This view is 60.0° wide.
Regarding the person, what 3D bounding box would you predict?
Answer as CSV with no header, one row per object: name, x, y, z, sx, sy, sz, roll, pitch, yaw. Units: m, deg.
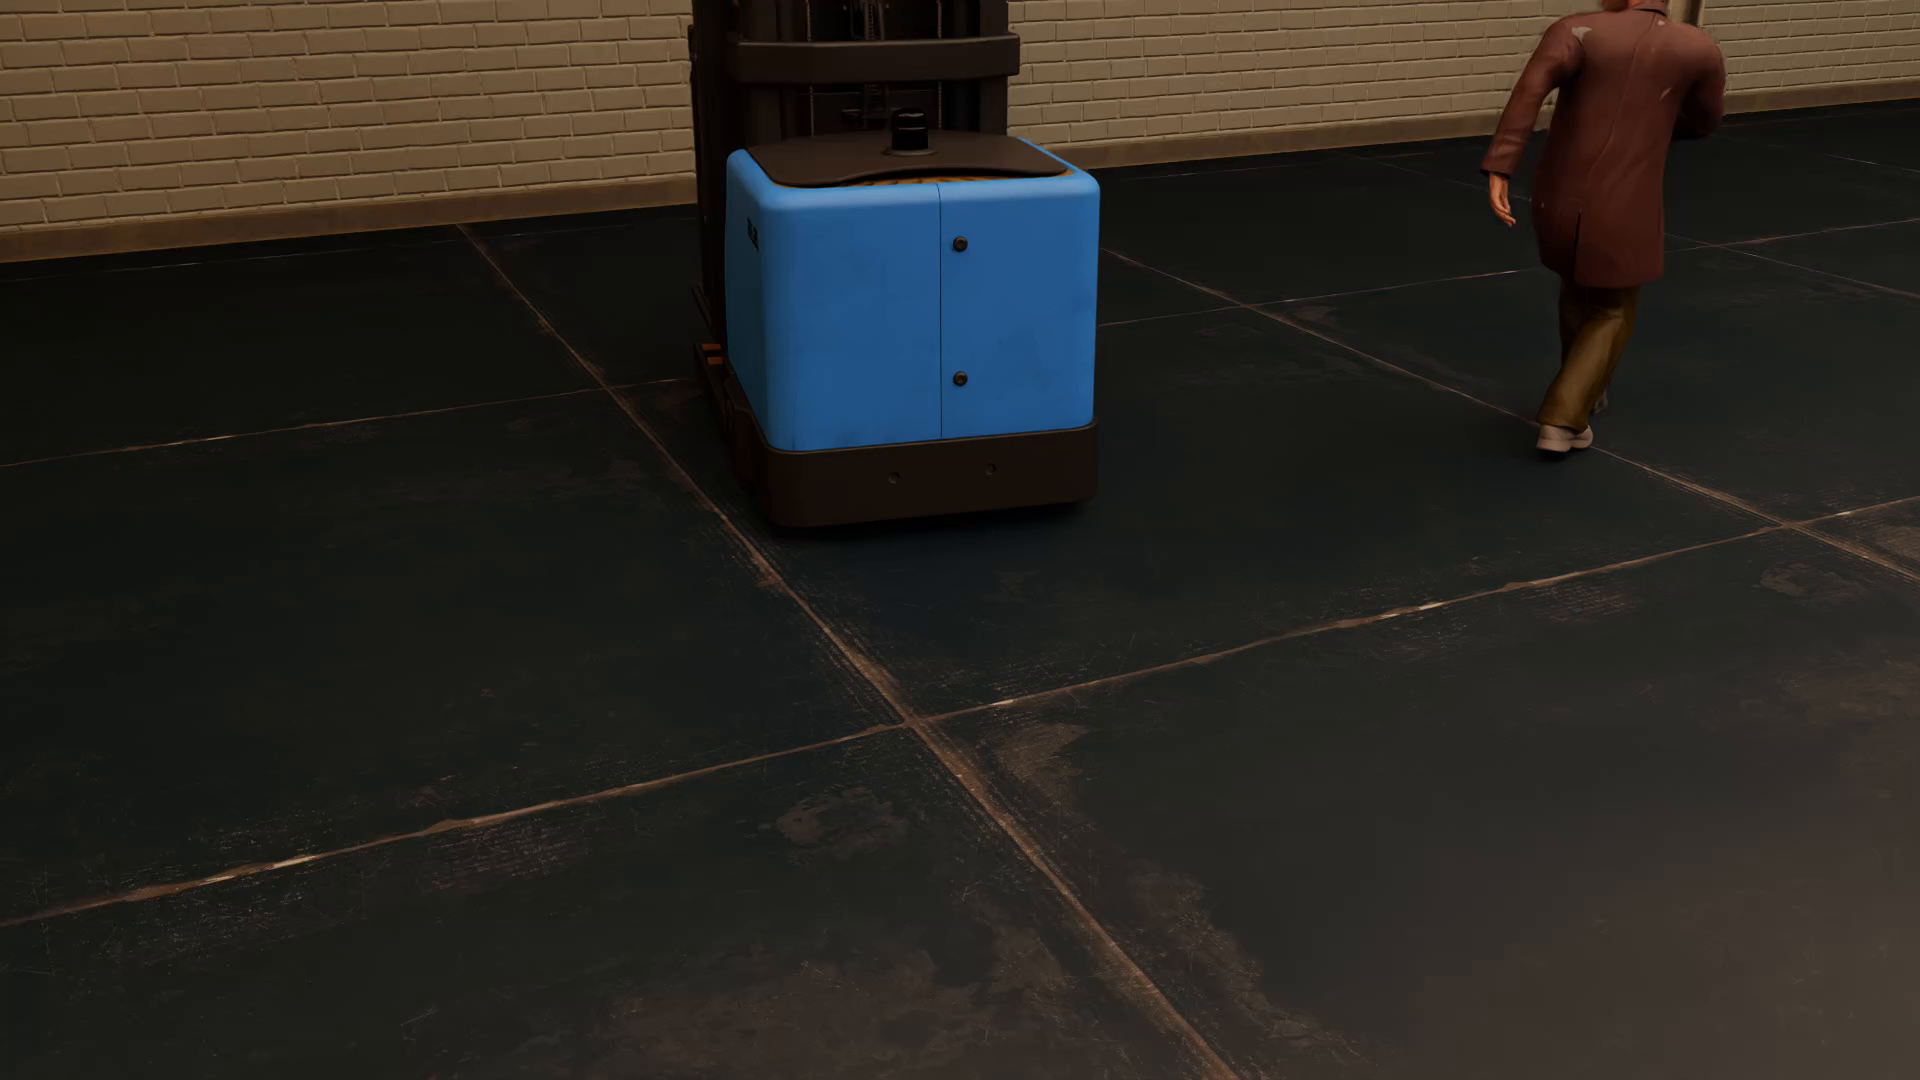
person,2.201,-1.147,5.716,0.628,1.761,0.963,14,26,30

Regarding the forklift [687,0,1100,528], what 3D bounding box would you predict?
forklift,-0.432,-1.926,5.923,1.130,2.935,3.031,-6,23,-13
